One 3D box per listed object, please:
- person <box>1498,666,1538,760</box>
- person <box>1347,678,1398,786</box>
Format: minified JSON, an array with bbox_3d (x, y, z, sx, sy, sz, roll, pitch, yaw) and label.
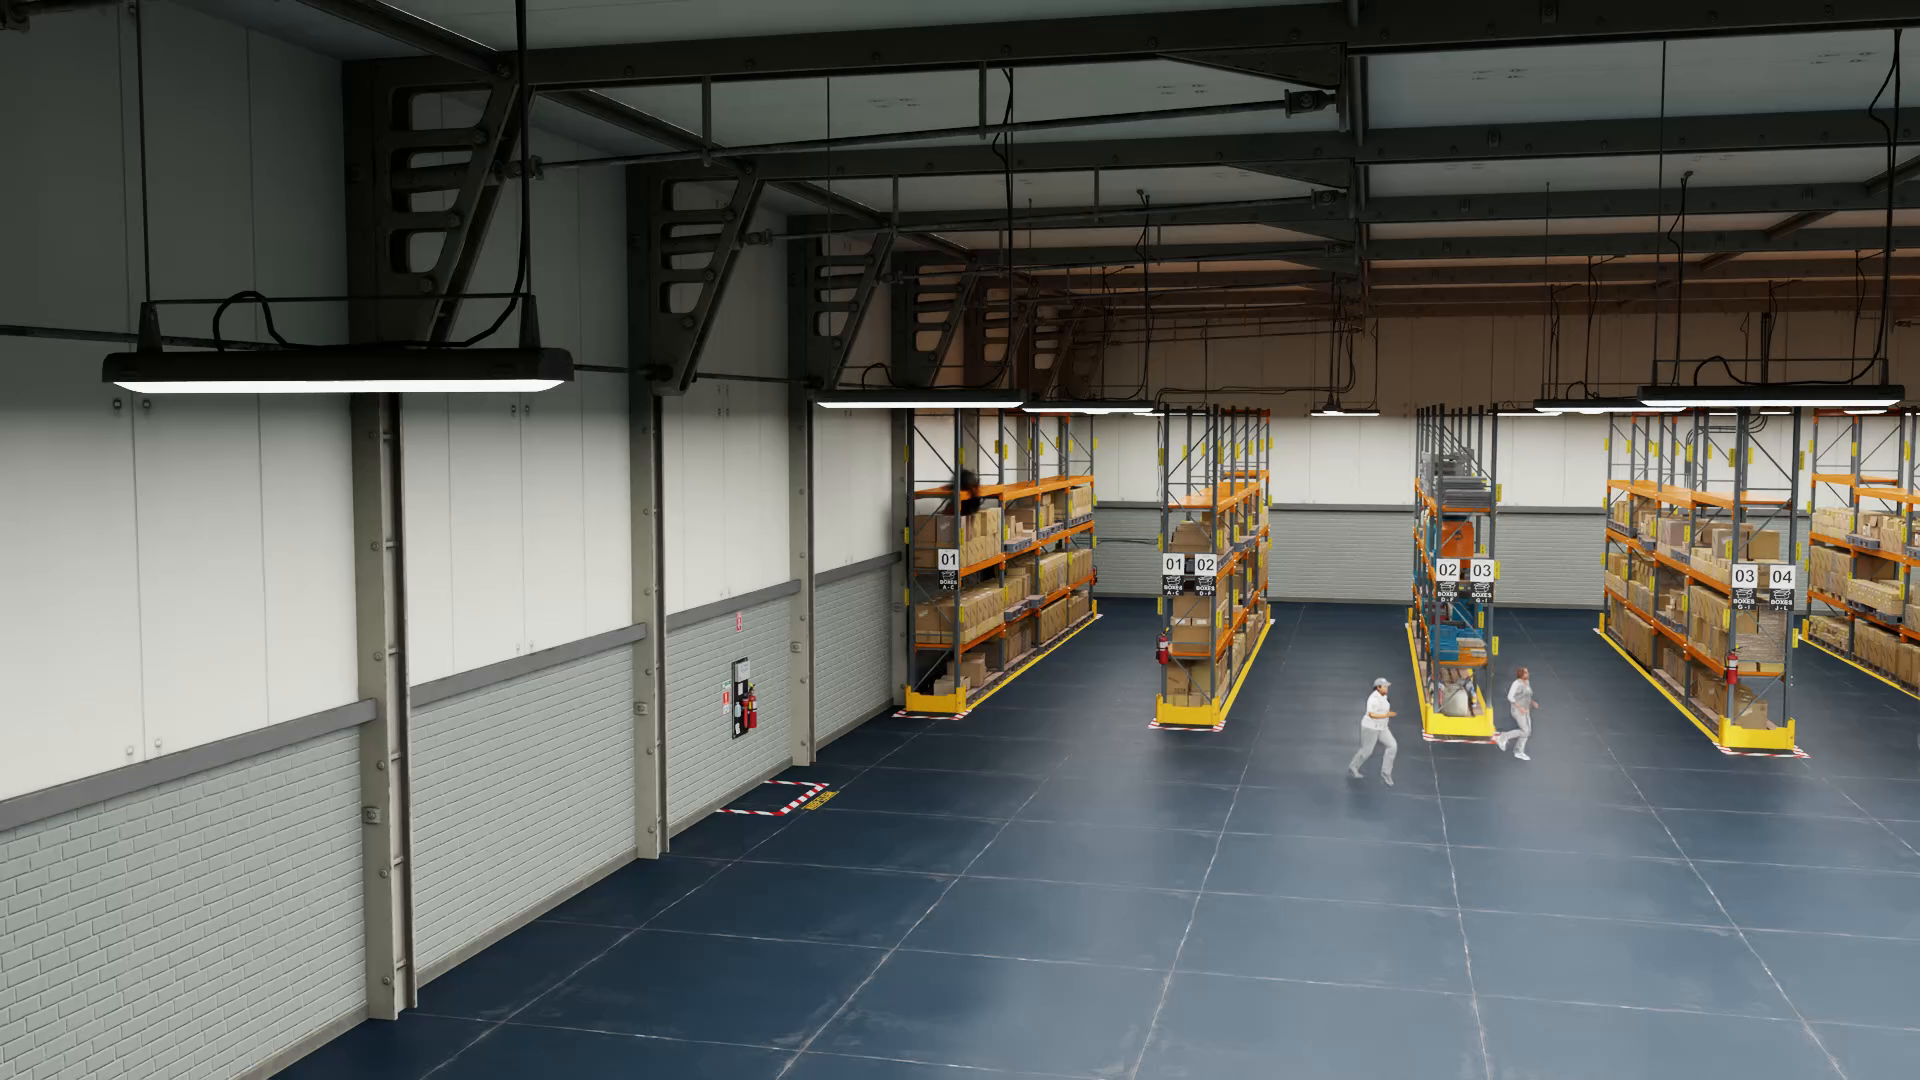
[{"bbox_3d":[9.444,2.908,28.107,0.588,1.574,0.533,4,6,44],"label":"person"},{"bbox_3d":[6.494,3.002,26.167,0.830,1.705,0.626,3,5,40],"label":"person"}]
